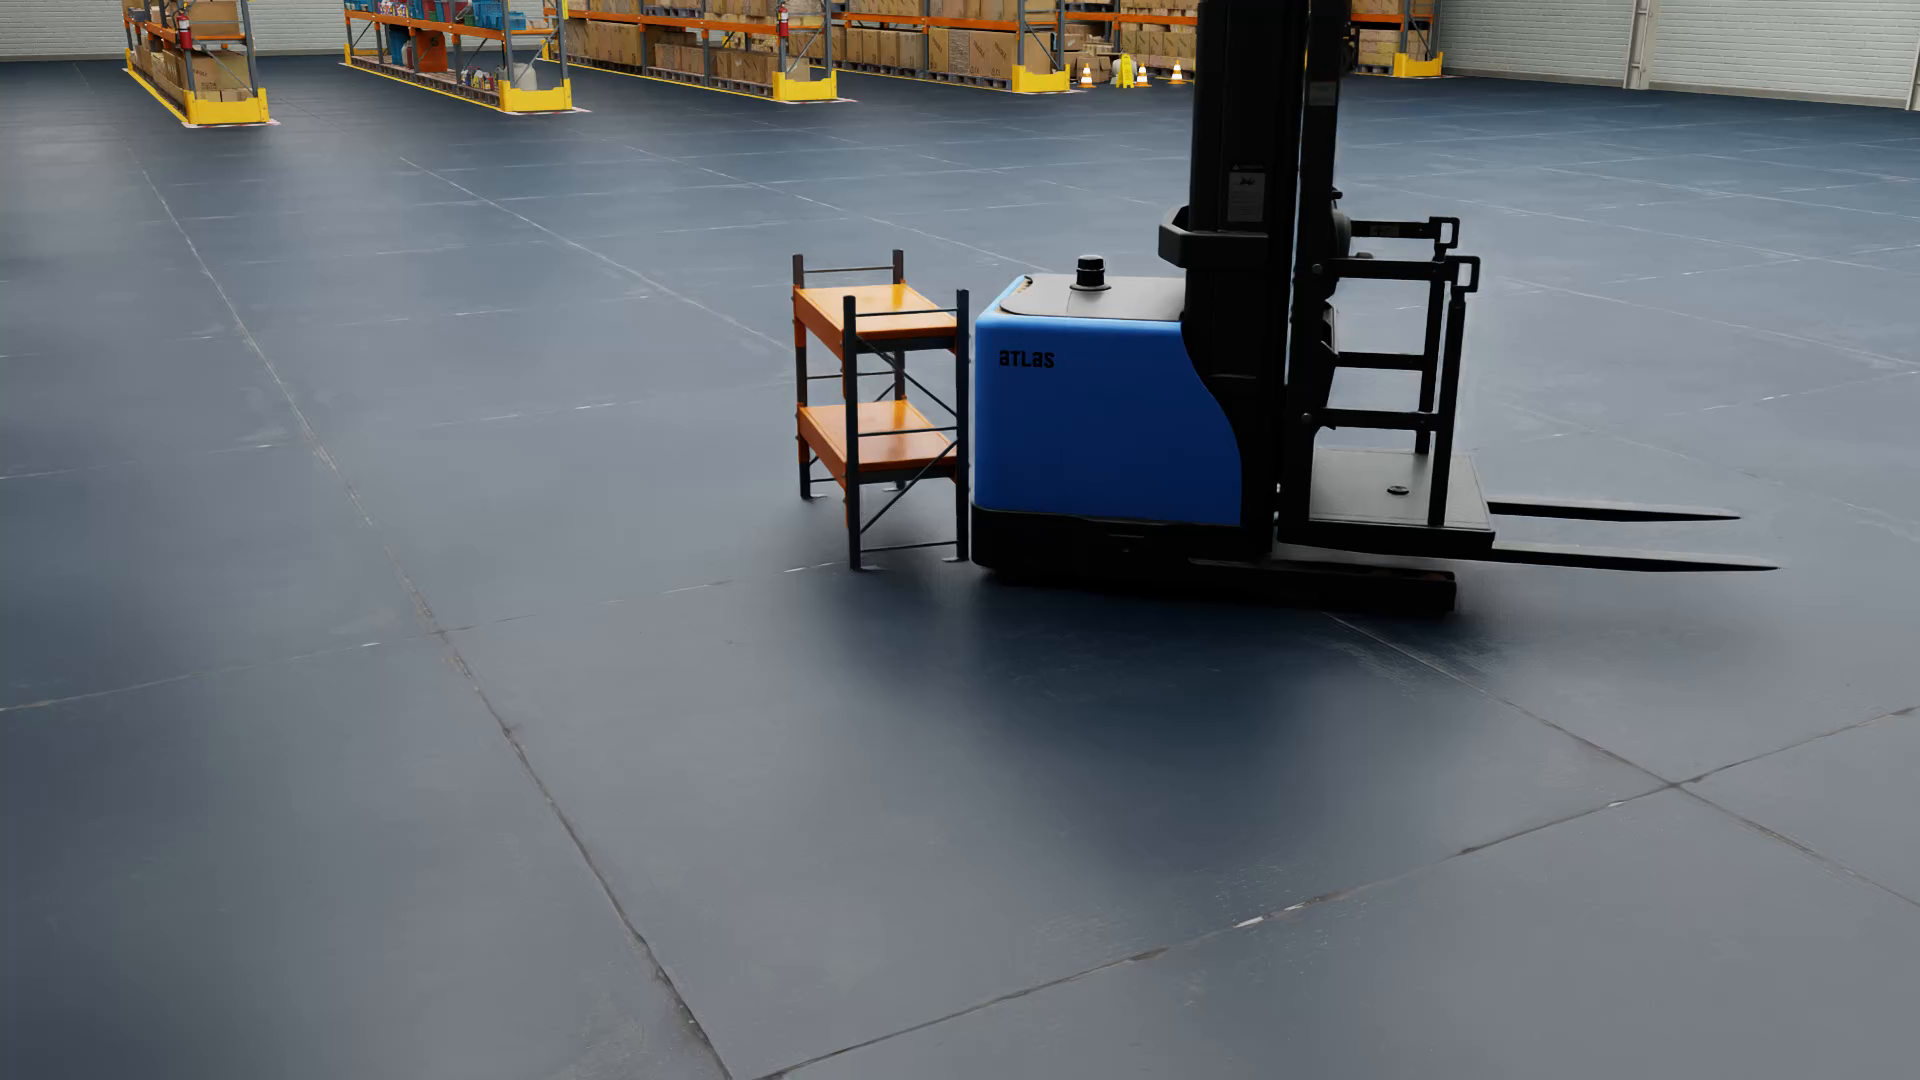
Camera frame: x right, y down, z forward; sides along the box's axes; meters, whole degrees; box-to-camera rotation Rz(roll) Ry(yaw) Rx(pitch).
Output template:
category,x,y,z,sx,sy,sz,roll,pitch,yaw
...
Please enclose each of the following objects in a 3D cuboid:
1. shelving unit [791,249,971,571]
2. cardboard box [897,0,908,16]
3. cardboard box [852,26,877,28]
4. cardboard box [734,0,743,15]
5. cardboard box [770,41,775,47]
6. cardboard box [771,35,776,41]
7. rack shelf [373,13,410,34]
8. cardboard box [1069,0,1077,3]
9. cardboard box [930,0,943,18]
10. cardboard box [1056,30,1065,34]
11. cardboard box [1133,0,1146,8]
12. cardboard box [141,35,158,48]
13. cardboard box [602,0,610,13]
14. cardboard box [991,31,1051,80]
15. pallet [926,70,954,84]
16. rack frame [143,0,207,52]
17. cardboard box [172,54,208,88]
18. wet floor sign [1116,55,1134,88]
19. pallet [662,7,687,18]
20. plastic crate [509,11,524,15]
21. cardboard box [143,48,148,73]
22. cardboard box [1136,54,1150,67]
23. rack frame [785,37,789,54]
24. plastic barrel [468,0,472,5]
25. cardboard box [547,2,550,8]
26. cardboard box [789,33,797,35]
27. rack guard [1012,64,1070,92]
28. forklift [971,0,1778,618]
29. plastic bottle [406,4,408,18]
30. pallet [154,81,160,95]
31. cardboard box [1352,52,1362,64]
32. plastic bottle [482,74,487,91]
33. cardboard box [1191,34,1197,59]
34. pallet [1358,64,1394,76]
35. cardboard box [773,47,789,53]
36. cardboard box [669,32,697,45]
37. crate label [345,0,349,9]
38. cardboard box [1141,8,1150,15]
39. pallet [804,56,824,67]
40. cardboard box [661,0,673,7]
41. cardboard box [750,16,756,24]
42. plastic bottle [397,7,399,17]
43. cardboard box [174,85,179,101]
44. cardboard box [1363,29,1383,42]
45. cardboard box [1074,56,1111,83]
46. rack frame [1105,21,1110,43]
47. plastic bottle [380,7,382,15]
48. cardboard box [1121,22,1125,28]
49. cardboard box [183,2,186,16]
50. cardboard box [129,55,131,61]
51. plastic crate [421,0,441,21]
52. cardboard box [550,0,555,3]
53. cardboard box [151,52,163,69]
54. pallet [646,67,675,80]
category,x,y,z,sx,sy,sz,roll,pitch,yaw
shelving unit,-0.353,-0.591,7.120,0.538,1.125,1.048,-6,20,-16
cardboard box,-1.037,-11.742,36.409,0.500,0.500,0.500,-10,22,-27
cardboard box,-2.328,-12.197,39.918,0.500,0.250,0.500,-11,22,-29
cardboard box,-3.834,-10.325,31.845,0.875,0.500,0.500,-10,21,-27
cardboard box,-4.682,-12.847,43.033,0.380,0.149,0.250,-11,22,-29
cardboard box,-4.667,-12.999,43.020,0.380,0.149,0.250,-10,21,-26
rack shelf,-11.935,-11.318,36.434,1.077,0.370,4.000,-10,21,-27
cardboard box,2.810,-12.872,39.577,0.380,0.149,0.250,-9,21,-25
cardboard box,-0.128,-11.408,35.365,0.875,0.550,0.550,-10,21,-27
cardboard box,3.241,-15.027,49.271,0.700,0.500,0.500,-9,21,-24
cardboard box,4.217,-12.115,37.034,0.500,0.500,0.500,-10,21,-27
cardboard box,-16.756,-10.383,34.630,0.500,0.250,0.500,-10,21,-27
cardboard box,-8.051,-12.587,38.858,0.500,0.500,0.500,-11,22,-28
cardboard box,1.205,-9.672,33.176,0.875,0.875,0.875,-10,21,-26
pallet,-0.022,-9.893,35.478,1.003,0.211,1.213,-10,21,-27
rack frame,-15.347,-10.317,32.432,1.000,3.000,0.127,-10,21,-27
cardboard box,-12.552,-7.667,27.173,0.500,0.500,0.500,-10,21,-27
wet floor sign,3.342,-9.479,33.612,0.267,0.644,0.232,-14,24,-36
pallet,-5.651,-11.198,35.279,1.003,0.211,1.213,-10,21,-27
plastic crate,-8.322,-9.589,30.551,0.499,0.251,0.616,-10,21,-27
cardboard box,-16.737,-10.019,34.726,0.500,0.500,0.500,-10,21,-26
cardboard box,4.300,-10.773,37.326,0.500,0.250,0.500,-9,21,-24
rack frame,-4.113,-13.738,42.346,1.000,3.000,0.127,-10,21,-27
plastic barrel,-9.347,-10.308,32.197,0.433,0.535,0.433,0,19,0
cardboard box,-10.424,-13.802,42.916,0.380,0.149,0.250,-10,22,-27
cardboard box,-3.995,-12.856,41.830,0.500,0.250,0.500,-11,22,-29
rack guard,1.597,-9.105,32.751,1.175,0.500,0.348,-10,21,-27
forklift,1.615,-1.280,6.347,3.031,2.935,1.130,4,19,11
plastic bottle,-11.553,-11.078,34.817,0.061,0.283,0.133,-10,21,-27
pallet,-14.990,-8.757,32.185,1.003,0.211,1.213,-10,21,-27
cardboard box,9.302,-11.133,38.368,0.500,0.250,0.500,-10,21,-26
plastic bottle,-8.516,-8.201,29.789,0.061,0.283,0.133,-9,21,-25
cardboard box,5.284,-10.532,35.476,0.500,0.500,0.500,-10,21,-26
pallet,9.860,-10.754,37.973,1.003,0.211,1.213,-10,21,-27
cardboard box,-4.599,-12.649,42.916,0.380,0.149,0.250,-10,21,-26
cardboard box,-6.021,-10.893,36.109,0.500,0.250,0.500,-7,20,-21
crate label,-14.957,-13.207,40.973,0.416,0.233,0.303,-10,21,-27
cardboard box,4.267,-11.766,37.016,0.380,0.149,0.250,-9,21,-25
pallet,-3.159,-11.846,41.138,1.003,0.211,1.213,-10,21,-27
cardboard box,-6.033,-11.462,35.335,0.500,0.250,0.500,-11,22,-28
cardboard box,-3.753,-9.841,31.439,0.380,0.149,0.250,-10,21,-27
plastic bottle,-12.025,-11.337,35.693,0.097,0.201,0.097,0,19,0
cardboard box,-12.785,-7.456,27.713,0.500,0.250,0.500,-10,21,-27
cardboard box,9.519,-11.460,37.783,0.500,0.250,0.500,-10,21,-26
cardboard box,2.832,-10.021,35.401,0.637,0.503,0.797,7,20,20
rack frame,4.562,-15.304,46.884,1.000,3.000,0.127,-10,21,-27
plastic bottle,-12.952,-11.898,37.318,0.097,0.201,0.097,0,19,0
cardboard box,4.698,-14.416,46.503,0.380,0.149,0.250,-11,22,-28
cardboard box,-12.012,-8.354,26.590,0.700,0.500,0.500,-9,21,-25
cardboard box,-19.249,-11.301,38.979,0.380,0.149,0.250,-10,21,-27
plastic crate,-10.487,-10.602,33.161,0.402,0.464,0.583,-10,21,-27
cardboard box,-10.183,-13.889,42.558,0.500,0.250,0.500,-10,22,-27
cardboard box,-15.356,-9.285,32.153,0.500,0.311,0.500,-9,21,-25
pallet,-6.257,-10.308,36.680,1.003,0.211,1.213,-10,21,-27
